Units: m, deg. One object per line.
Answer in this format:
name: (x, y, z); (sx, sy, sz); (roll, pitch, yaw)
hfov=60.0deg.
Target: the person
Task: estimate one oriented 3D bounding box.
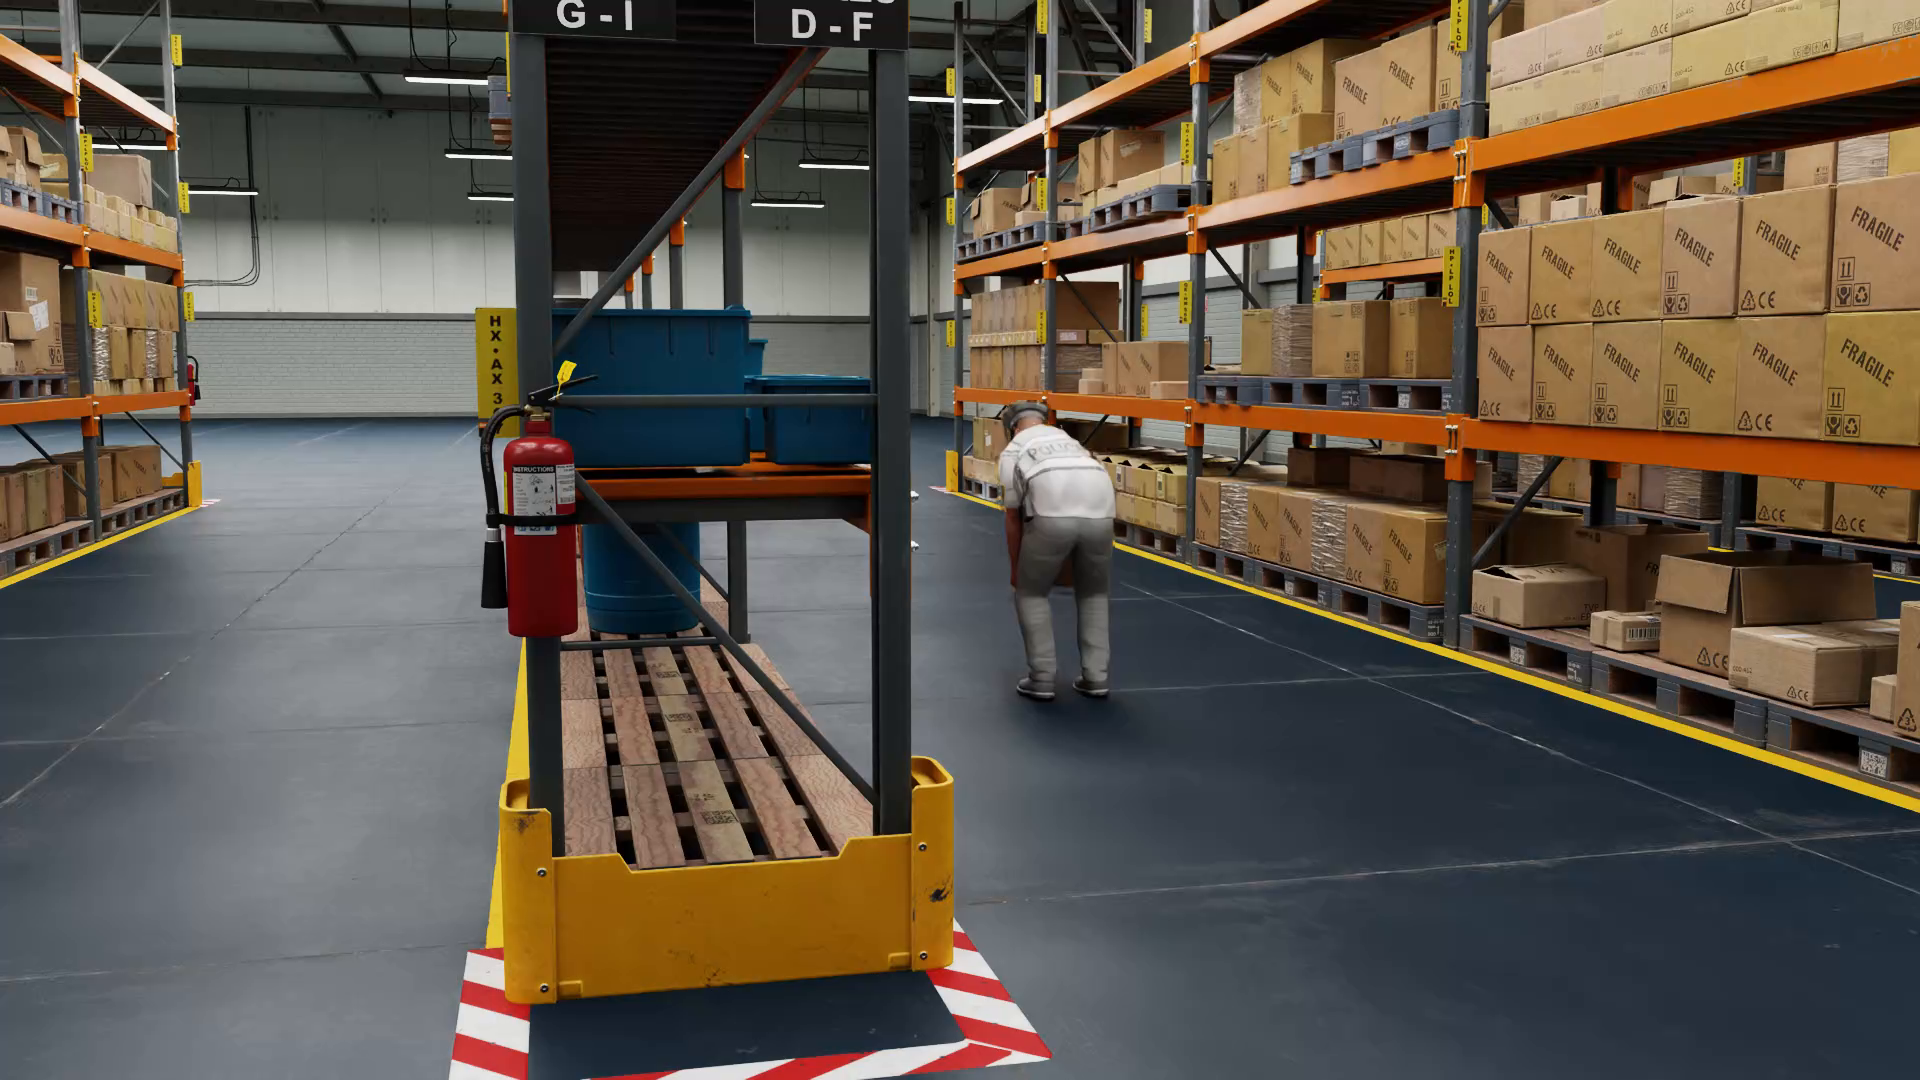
person: (0.450, 0.033, 8.246); (0.482, 1.412, 0.964); (-2, 6, -15)
